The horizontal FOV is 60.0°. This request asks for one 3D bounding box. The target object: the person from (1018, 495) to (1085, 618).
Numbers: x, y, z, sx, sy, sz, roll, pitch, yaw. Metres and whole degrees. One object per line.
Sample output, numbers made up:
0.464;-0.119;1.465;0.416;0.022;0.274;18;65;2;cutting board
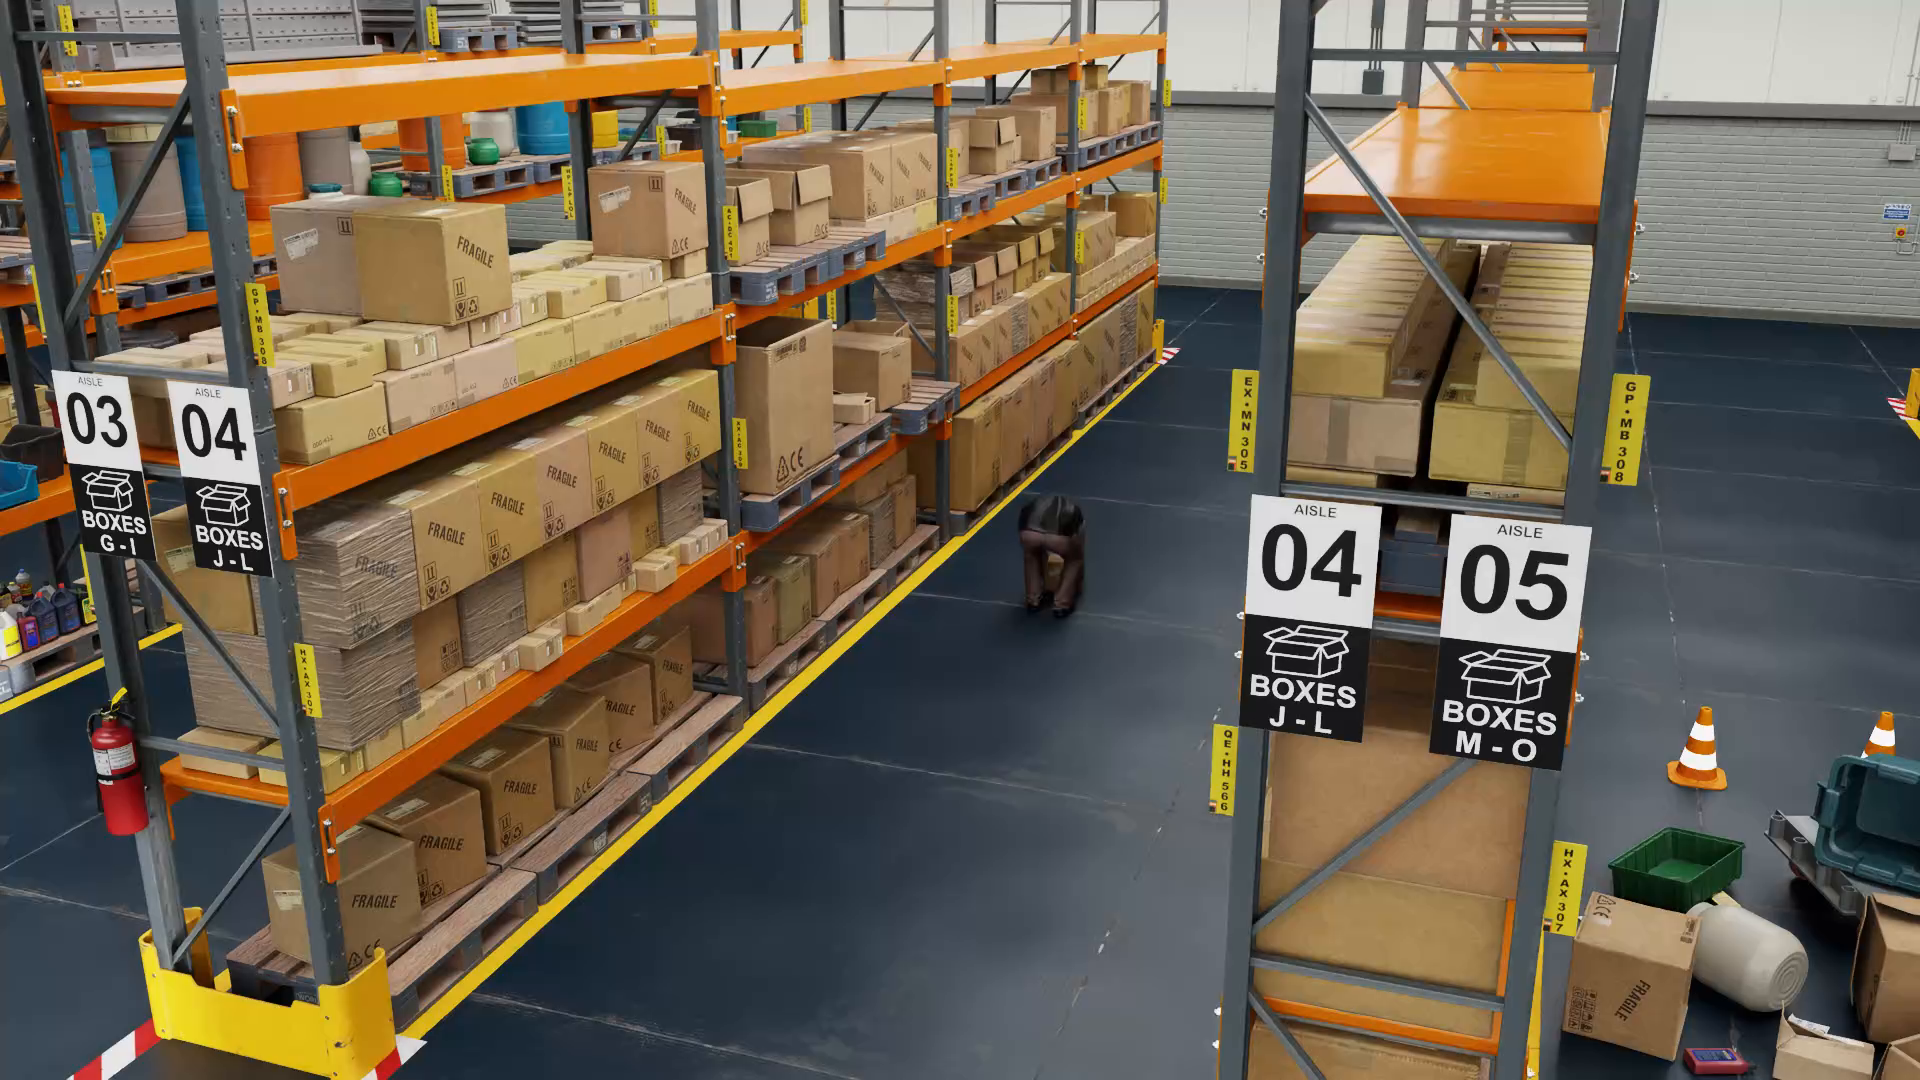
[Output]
0.745;0.059;13.142;0.501;0.946;0.944;5;19;16;person
